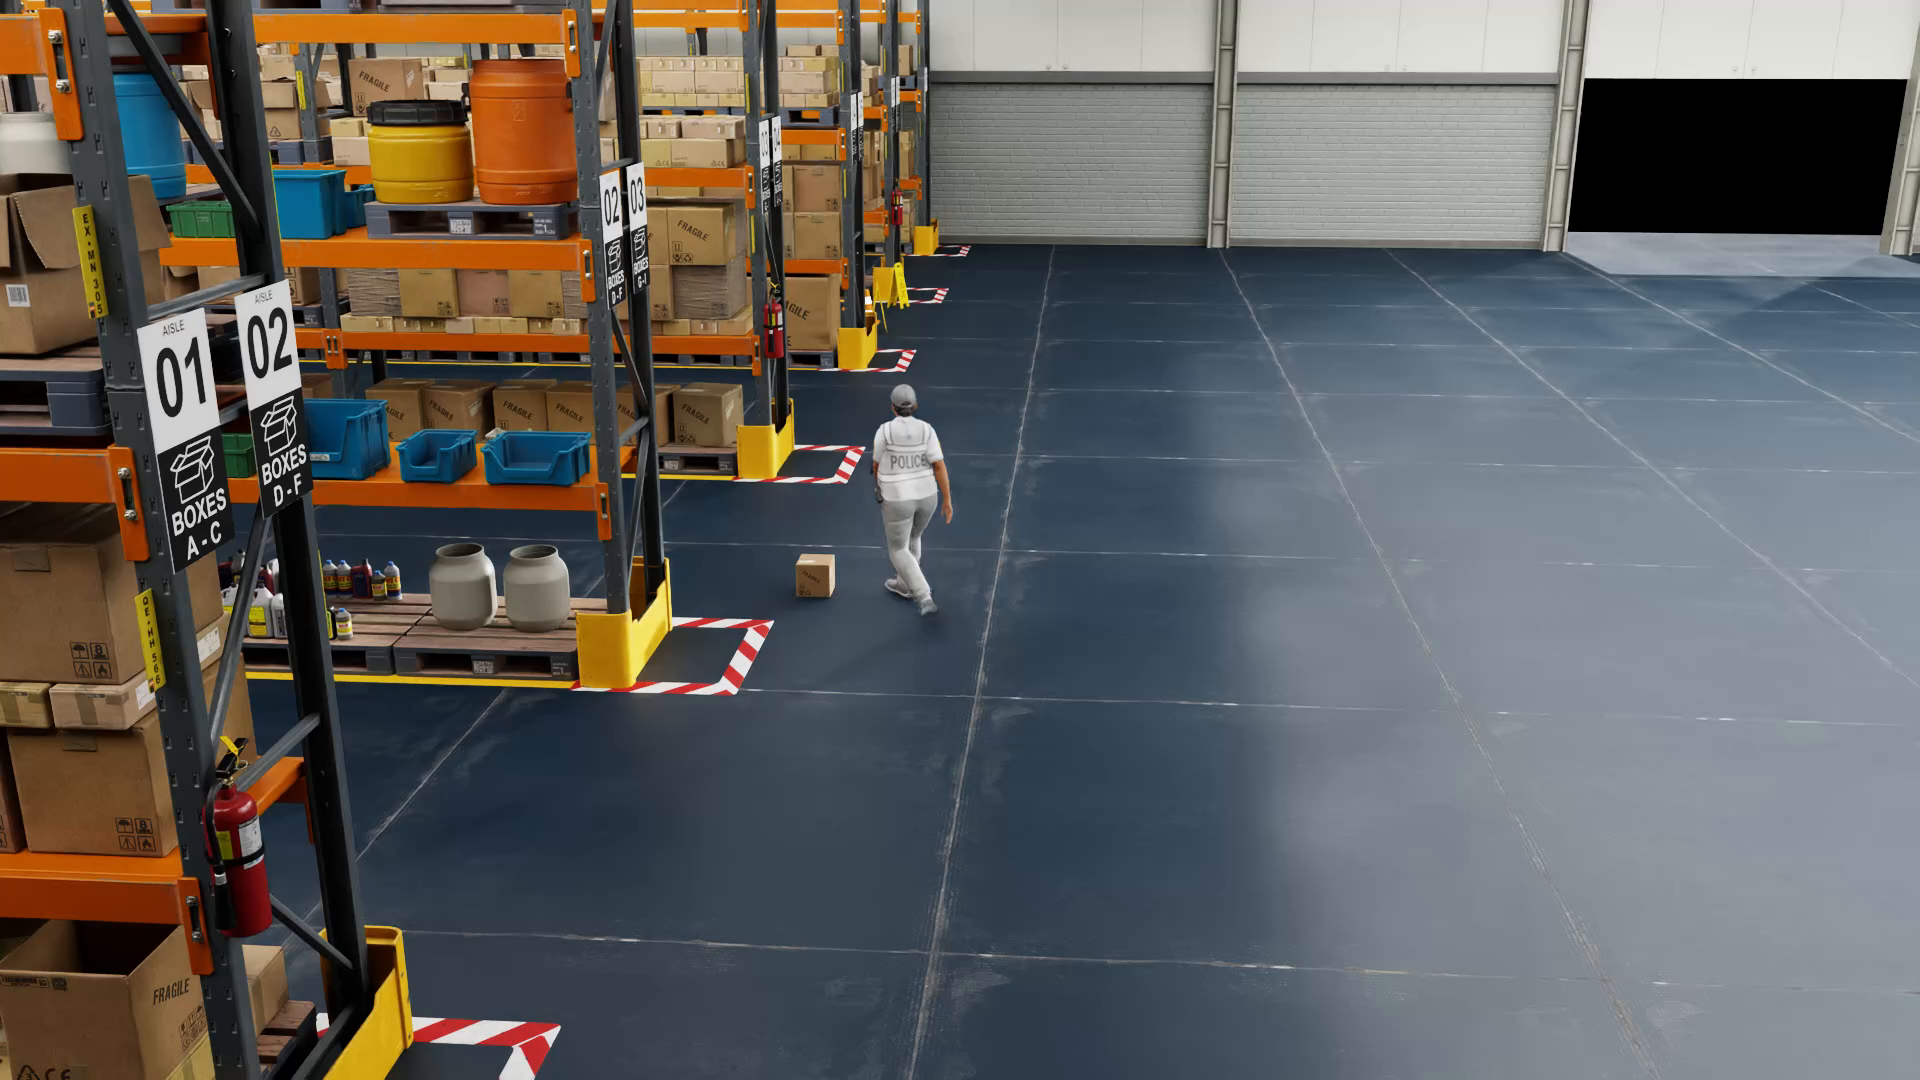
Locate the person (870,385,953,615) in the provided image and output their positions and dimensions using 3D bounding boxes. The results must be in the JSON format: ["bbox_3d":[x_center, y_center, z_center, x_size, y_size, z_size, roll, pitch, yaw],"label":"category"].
[{"bbox_3d":[-0.352,-0.293,11.784,0.485,1.620,0.922,-8,19,-24],"label":"person"}]
